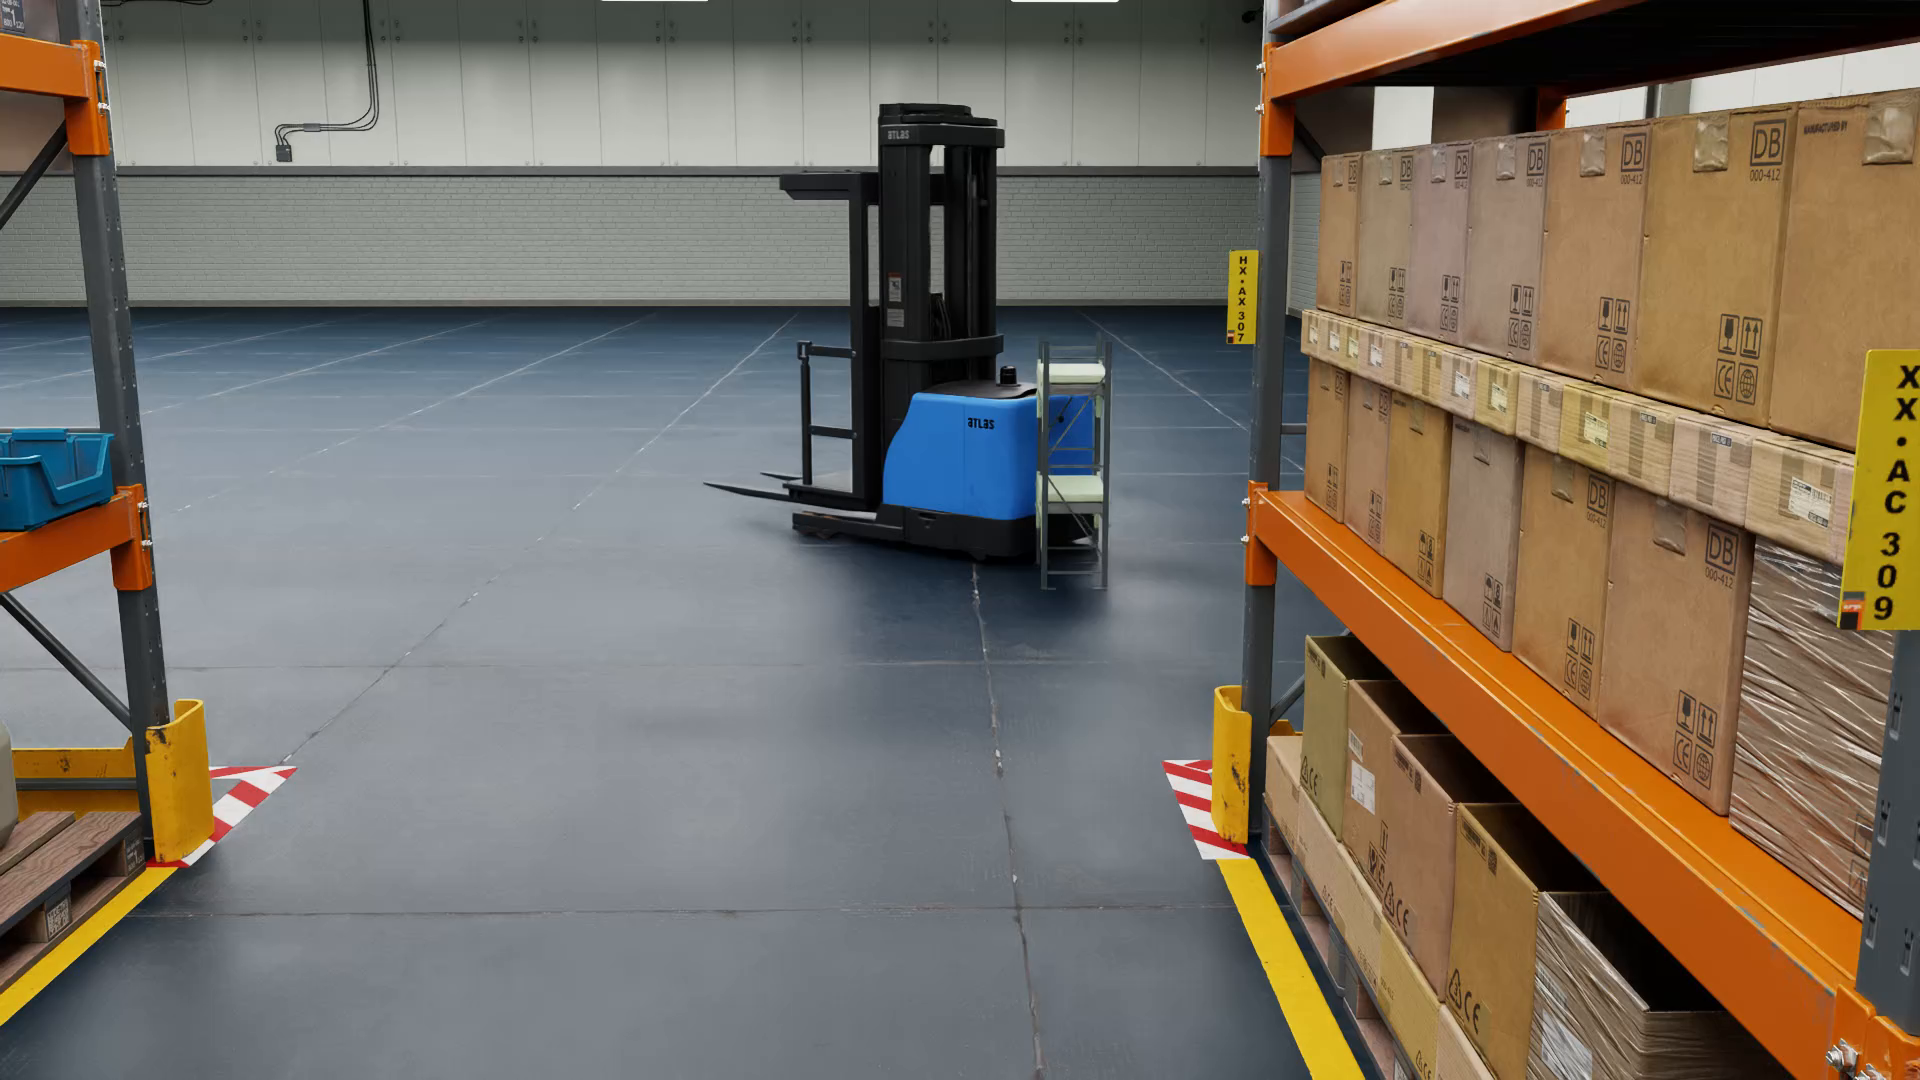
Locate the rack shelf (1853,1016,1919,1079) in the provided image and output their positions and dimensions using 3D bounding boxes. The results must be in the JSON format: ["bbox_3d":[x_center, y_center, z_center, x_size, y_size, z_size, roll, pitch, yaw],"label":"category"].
[{"bbox_3d":[1.671,1.155,0.129,1.077,0.370,4.000,0,11,-1],"label":"rack shelf"}]

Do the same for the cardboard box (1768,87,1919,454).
[{"bbox_3d":[1.614,-0.368,2.312,0.700,0.500,0.500,0,11,-1],"label":"cardboard box"}]

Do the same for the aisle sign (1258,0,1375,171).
[{"bbox_3d":[1.239,-1.676,5.736,0.394,0.787,0.004,0,11,-1],"label":"aisle sign"}]

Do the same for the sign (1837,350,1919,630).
[{"bbox_3d":[1.075,-0.055,1.910,0.100,0.325,0.005,0,11,-1],"label":"sign"}]

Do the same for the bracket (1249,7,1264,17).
[{"bbox_3d":[6.359,-11.378,35.955,0.076,0.066,3.189,0,11,-1],"label":"bracket"}]

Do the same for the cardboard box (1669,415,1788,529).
[{"bbox_3d":[1.399,-0.116,2.703,0.380,0.149,0.250,-1,11,-3],"label":"cardboard box"}]

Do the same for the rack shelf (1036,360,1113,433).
[{"bbox_3d":[0.695,-0.891,10.217,0.431,0.370,0.720,0,11,0],"label":"rack shelf"}]

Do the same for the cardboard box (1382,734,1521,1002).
[{"bbox_3d":[1.364,0.790,4.093,0.500,0.500,0.500,0,11,-1],"label":"cardboard box"}]

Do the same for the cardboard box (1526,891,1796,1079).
[{"bbox_3d":[1.403,0.989,3.114,0.500,0.500,0.500,0,11,-1],"label":"cardboard box"}]

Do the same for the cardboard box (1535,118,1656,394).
[{"bbox_3d":[1.593,-0.568,3.298,0.700,0.500,0.500,0,11,-1],"label":"cardboard box"}]

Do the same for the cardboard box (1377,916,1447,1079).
[{"bbox_3d":[1.365,1.158,4.168,0.500,0.250,0.500,0,11,-1],"label":"cardboard box"}]

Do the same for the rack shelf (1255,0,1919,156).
[{"bbox_3d":[1.588,-1.110,3.750,1.077,0.370,4.000,0,11,-1],"label":"rack shelf"}]

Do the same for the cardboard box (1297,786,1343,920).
[{"bbox_3d":[1.350,0.959,5.148,0.500,0.250,0.500,0,11,-1],"label":"cardboard box"}]

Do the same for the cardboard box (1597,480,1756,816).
[{"bbox_3d":[1.597,0.163,2.958,0.700,0.500,0.500,0,11,-2],"label":"cardboard box"}]

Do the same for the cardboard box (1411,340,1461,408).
[{"bbox_3d":[1.368,-0.422,4.211,0.380,0.149,0.250,0,11,-2],"label":"cardboard box"}]

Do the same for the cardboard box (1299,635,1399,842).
[{"bbox_3d":[1.348,0.591,5.073,0.500,0.500,0.500,0,11,-1],"label":"cardboard box"}]

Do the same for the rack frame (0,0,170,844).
[{"bbox_3d":[-3.405,-0.370,5.839,1.000,3.000,0.127,0,11,-1],"label":"rack frame"}]

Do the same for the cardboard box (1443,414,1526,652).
[{"bbox_3d":[1.579,-0.038,3.952,0.700,0.500,0.500,0,11,1],"label":"cardboard box"}]

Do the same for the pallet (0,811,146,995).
[{"bbox_3d":[-3.345,1.173,5.247,1.003,0.211,1.213,0,11,-1],"label":"pallet"}]

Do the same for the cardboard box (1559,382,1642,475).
[{"bbox_3d":[1.391,-0.217,3.201,0.380,0.149,0.250,0,11,-1],"label":"cardboard box"}]

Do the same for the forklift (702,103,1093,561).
[{"bbox_3d":[-0.557,-1.517,11.664,3.031,2.935,1.130,9,14,37],"label":"forklift"}]

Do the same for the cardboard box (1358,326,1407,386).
[{"bbox_3d":[1.355,-0.526,4.722,0.380,0.149,0.250,0,11,-2],"label":"cardboard box"}]

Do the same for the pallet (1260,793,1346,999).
[{"bbox_3d":[1.605,1.129,5.465,1.003,0.211,1.213,0,11,-1],"label":"pallet"}]

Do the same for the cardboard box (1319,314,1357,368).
[{"bbox_3d":[1.348,-0.625,5.214,0.380,0.149,0.250,-1,11,-3],"label":"cardboard box"}]

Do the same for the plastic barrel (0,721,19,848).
[{"bbox_3d":[-3.315,0.774,5.402,0.421,0.512,0.421,0,11,0],"label":"plastic barrel"}]

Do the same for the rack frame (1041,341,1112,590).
[{"bbox_3d":[0.693,-0.436,9.936,0.400,1.500,0.023,0,11,0],"label":"rack frame"}]

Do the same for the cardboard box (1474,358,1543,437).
[{"bbox_3d":[1.377,-0.320,3.709,0.380,0.149,0.250,0,11,1],"label":"cardboard box"}]

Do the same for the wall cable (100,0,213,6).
[{"bbox_3d":[-17.674,-12.847,35.917,3.097,2.526,0.112,0,11,-1],"label":"wall cable"}]

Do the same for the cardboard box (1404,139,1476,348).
[{"bbox_3d":[1.572,-0.766,4.278,0.700,0.500,0.500,0,11,-1],"label":"cardboard box"}]

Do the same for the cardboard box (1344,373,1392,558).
[{"bbox_3d":[1.559,-0.242,4.954,0.700,0.500,0.500,0,11,0],"label":"cardboard box"}]

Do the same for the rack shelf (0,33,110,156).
[{"bbox_3d":[-3.364,-1.090,3.653,1.077,0.370,4.000,0,11,-1],"label":"rack shelf"}]

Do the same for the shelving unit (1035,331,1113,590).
[{"bbox_3d":[0.695,-0.509,10.295,0.431,1.500,0.755,0,11,0],"label":"shelving unit"}]

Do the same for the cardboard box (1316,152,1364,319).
[{"bbox_3d":[1.545,-0.971,5.288,0.700,0.500,0.500,0,11,-1],"label":"cardboard box"}]

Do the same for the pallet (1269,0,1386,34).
[{"bbox_3d":[1.536,-1.676,4.953,1.003,0.211,1.213,0,11,-1],"label":"pallet"}]

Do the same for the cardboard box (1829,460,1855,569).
[{"bbox_3d":[1.410,-0.015,2.204,0.380,0.149,0.250,0,11,-1],"label":"cardboard box"}]

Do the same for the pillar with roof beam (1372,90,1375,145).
[{"bbox_3d":[2.579,-7.968,28.204,9.100,9.000,0.400,0,11,-1],"label":"pillar with roof beam"}]

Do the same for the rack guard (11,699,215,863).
[{"bbox_3d":[-3.357,0.870,6.014,1.175,0.500,0.348,0,11,-1],"label":"rack guard"}]
